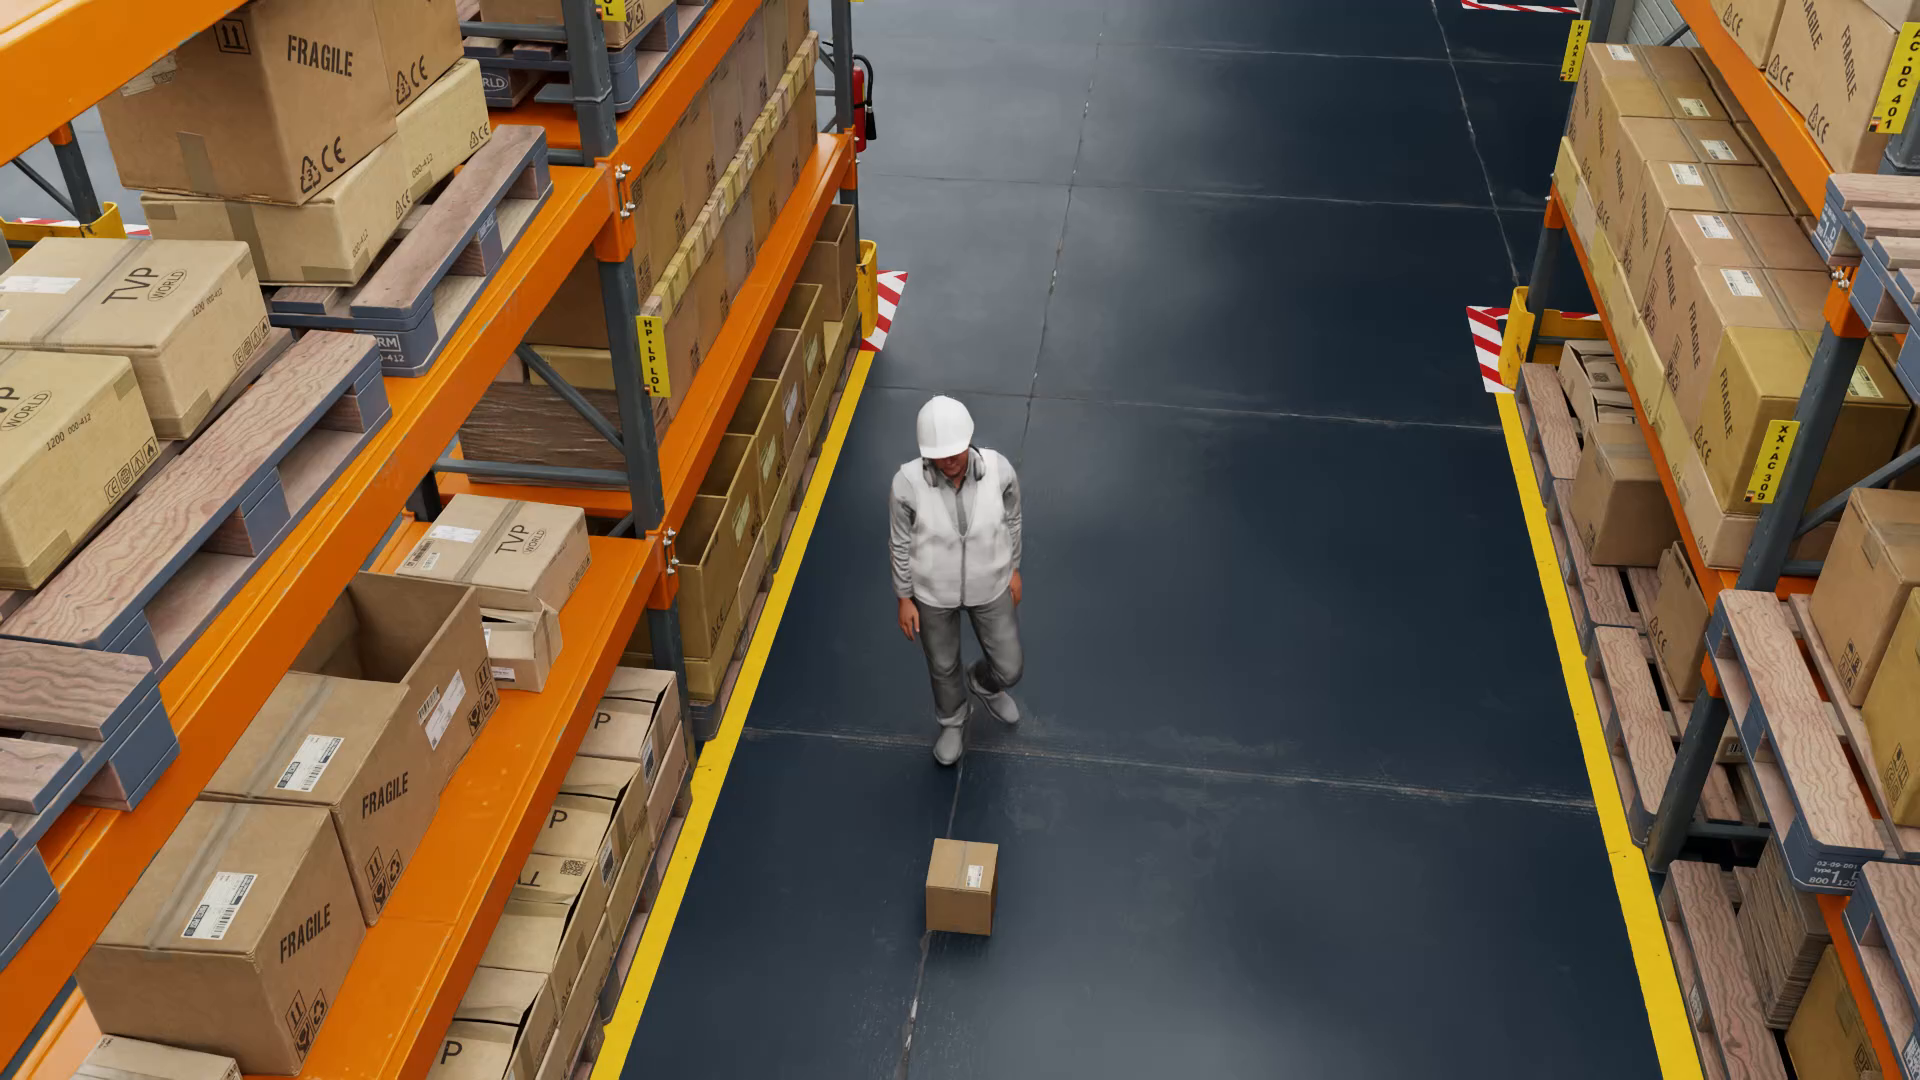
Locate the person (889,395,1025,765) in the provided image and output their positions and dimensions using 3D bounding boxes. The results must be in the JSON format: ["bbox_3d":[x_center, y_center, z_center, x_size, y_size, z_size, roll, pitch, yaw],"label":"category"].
[{"bbox_3d":[-0.006,0.154,6.768,0.563,1.763,0.473,-4,36,-5],"label":"person"}]
